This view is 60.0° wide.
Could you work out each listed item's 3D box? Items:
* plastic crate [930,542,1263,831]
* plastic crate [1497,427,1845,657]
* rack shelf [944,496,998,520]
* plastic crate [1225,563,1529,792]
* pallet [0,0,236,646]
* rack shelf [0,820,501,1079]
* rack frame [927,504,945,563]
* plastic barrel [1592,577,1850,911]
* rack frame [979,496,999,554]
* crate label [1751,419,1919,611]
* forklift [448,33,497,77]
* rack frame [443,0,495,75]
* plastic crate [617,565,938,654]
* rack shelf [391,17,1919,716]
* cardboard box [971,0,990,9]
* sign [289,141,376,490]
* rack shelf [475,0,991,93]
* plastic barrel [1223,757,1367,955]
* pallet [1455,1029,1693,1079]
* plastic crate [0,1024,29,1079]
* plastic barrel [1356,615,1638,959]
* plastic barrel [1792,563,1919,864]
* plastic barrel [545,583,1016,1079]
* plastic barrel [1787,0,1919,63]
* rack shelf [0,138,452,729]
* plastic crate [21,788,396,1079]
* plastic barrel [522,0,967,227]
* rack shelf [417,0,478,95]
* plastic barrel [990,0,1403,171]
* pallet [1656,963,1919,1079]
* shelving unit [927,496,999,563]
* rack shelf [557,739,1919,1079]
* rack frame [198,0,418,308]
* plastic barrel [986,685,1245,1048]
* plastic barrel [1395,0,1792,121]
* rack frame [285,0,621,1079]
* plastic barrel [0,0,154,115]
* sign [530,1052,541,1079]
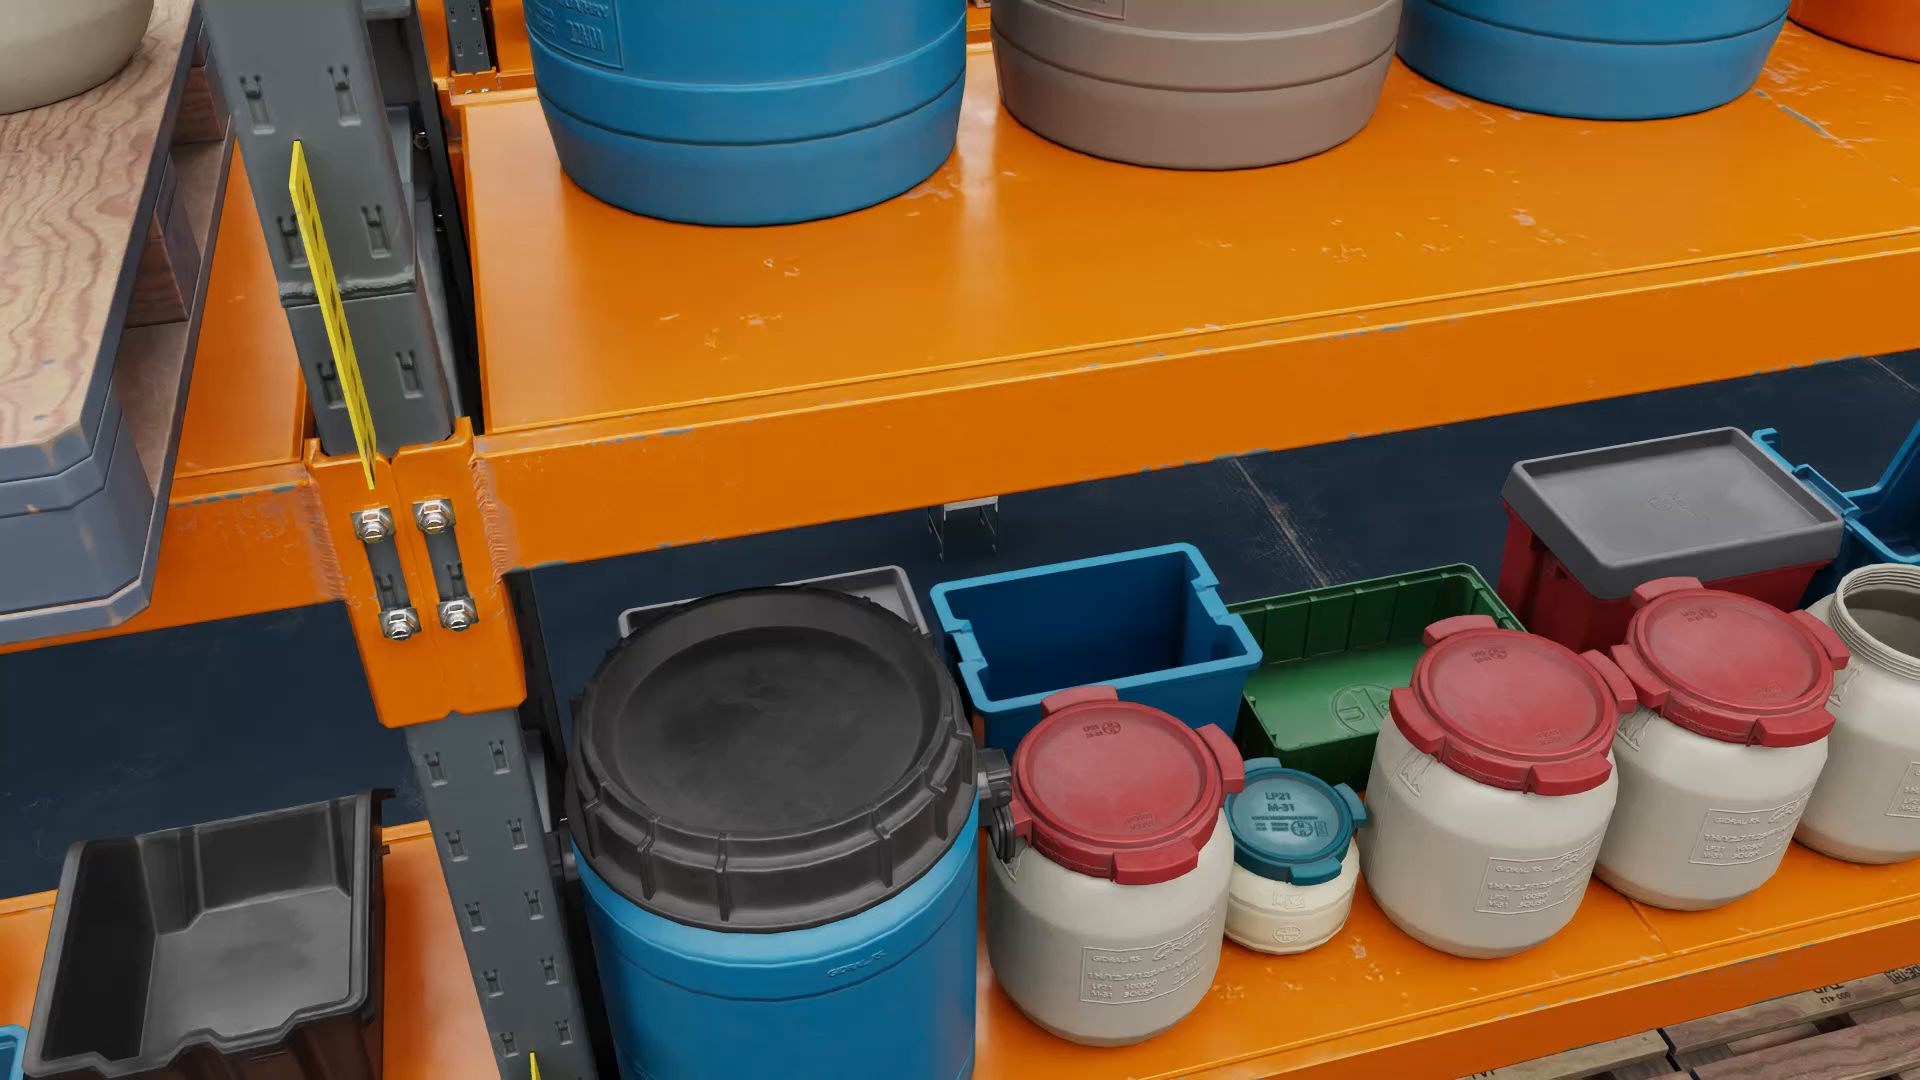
[{"bbox_3d":[0.261,0.314,3.384,0.575,0.384,0.392,-9,38,-12],"label":"plastic crate"},{"bbox_3d":[1.499,0.082,3.621,0.583,0.464,0.402,-9,38,-12],"label":"plastic crate"},{"bbox_3d":[0.008,-0.189,6.108,0.200,0.077,0.258,-9,38,-12],"label":"rack shelf"},{"bbox_3d":[0.884,0.307,3.554,0.662,0.188,0.450,-9,38,-12],"label":"plastic crate"},{"bbox_3d":[-1.394,-0.280,1.834,1.003,0.211,1.213,-9,38,-12],"label":"pallet"},{"bbox_3d":[-2.654,1.267,2.717,4.000,0.370,1.077,-9,38,-12],"label":"rack shelf"},{"bbox_3d":[-0.090,-0.343,5.957,0.006,0.900,0.240,-9,38,-12],"label":"rack frame"},{"bbox_3d":[1.384,0.403,3.143,0.433,0.535,0.433,0,37,0],"label":"plastic barrel"},{"bbox_3d":[0.106,-0.375,5.999,0.006,0.900,0.240,-9,38,-12],"label":"rack frame"},{"bbox_3d":[2.109,0.016,3.732,0.616,0.435,0.502,-9,38,-12],"label":"crate label"},{"bbox_3d":[-2.859,-3.584,8.523,3.031,2.935,1.130,-10,38,-12],"label":"forklift"},{"bbox_3d":[-2.011,-2.241,6.711,0.127,3.000,1.000,-9,38,-12],"label":"rack frame"},{"bbox_3d":[-0.336,0.383,3.228,0.583,0.464,0.402,-9,38,-12],"label":"plastic crate"},{"bbox_3d":[1.208,-0.558,2.634,4.000,0.370,1.077,-9,38,-12],"label":"rack shelf"},{"bbox_3d":[0.235,-2.639,7.149,0.500,0.500,0.500,-11,39,-14],"label":"cardboard box"},{"bbox_3d":[-0.591,-0.206,1.574,0.005,0.325,0.100,-9,38,-12],"label":"sign"},{"bbox_3d":[-0.080,-2.273,7.344,4.000,0.370,1.077,-9,38,-12],"label":"rack shelf"},{"bbox_3d":[0.595,0.600,3.111,0.301,0.262,0.301,0,37,0],"label":"plastic barrel"},{"bbox_3d":[1.205,1.430,4.207,1.213,0.211,1.003,-9,38,-12],"label":"pallet"},{"bbox_3d":[-1.721,1.058,2.520,0.616,0.251,0.499,-9,38,-12],"label":"plastic crate"},{"bbox_3d":[0.966,0.472,3.053,0.433,0.535,0.433,0,37,0],"label":"plastic barrel"},{"bbox_3d":[1.794,0.342,3.243,0.421,0.512,0.421,0,37,0],"label":"plastic barrel"},{"bbox_3d":[-0.271,0.582,2.608,0.708,0.901,0.600,-9,38,-12],"label":"plastic barrel"},{"bbox_3d":[1.658,-1.225,2.560,0.708,0.830,0.600,-9,38,-12],"label":"plastic barrel"},{"bbox_3d":[-2.654,0.076,1.805,4.000,0.370,1.077,-9,38,-12],"label":"rack shelf"},{"bbox_3d":[-1.262,0.698,2.920,0.504,0.338,0.767,-9,38,-12],"label":"plastic crate"},{"bbox_3d":[-0.289,-0.934,2.120,0.708,0.901,0.600,-9,38,-12],"label":"plastic barrel"},{"bbox_3d":[-3.942,-1.639,6.516,4.000,0.370,1.077,-9,38,-12],"label":"rack shelf"},{"bbox_3d":[0.343,-1.037,2.256,0.600,0.901,0.600,0,37,0],"label":"plastic barrel"},{"bbox_3d":[2.380,1.238,4.457,1.213,0.211,1.003,-9,38,-12],"label":"pallet"},{"bbox_3d":[0.008,-0.359,5.978,0.210,0.900,0.258,-9,38,-12],"label":"shelving unit"},{"bbox_3d":[1.208,0.634,3.545,4.000,0.370,1.077,-9,38,-12],"label":"rack shelf"},{"bbox_3d":[-0.723,-1.718,1.090,0.127,3.000,1.000,-9,38,-12],"label":"rack frame"},{"bbox_3d":[0.258,0.588,2.901,0.433,0.535,0.433,0,37,0],"label":"plastic barrel"},{"bbox_3d":[0.974,-1.141,2.391,0.708,0.901,0.600,-9,38,-12],"label":"plastic barrel"},{"bbox_3d":[-0.723,0.665,2.912,0.127,3.000,1.000,-9,38,-12],"label":"rack frame"},{"bbox_3d":[-1.190,-0.785,1.901,0.421,0.512,0.421,0,37,0],"label":"plastic barrel"},{"bbox_3d":[-0.591,0.879,2.404,0.005,0.325,0.100,-9,38,-12],"label":"sign"}]
